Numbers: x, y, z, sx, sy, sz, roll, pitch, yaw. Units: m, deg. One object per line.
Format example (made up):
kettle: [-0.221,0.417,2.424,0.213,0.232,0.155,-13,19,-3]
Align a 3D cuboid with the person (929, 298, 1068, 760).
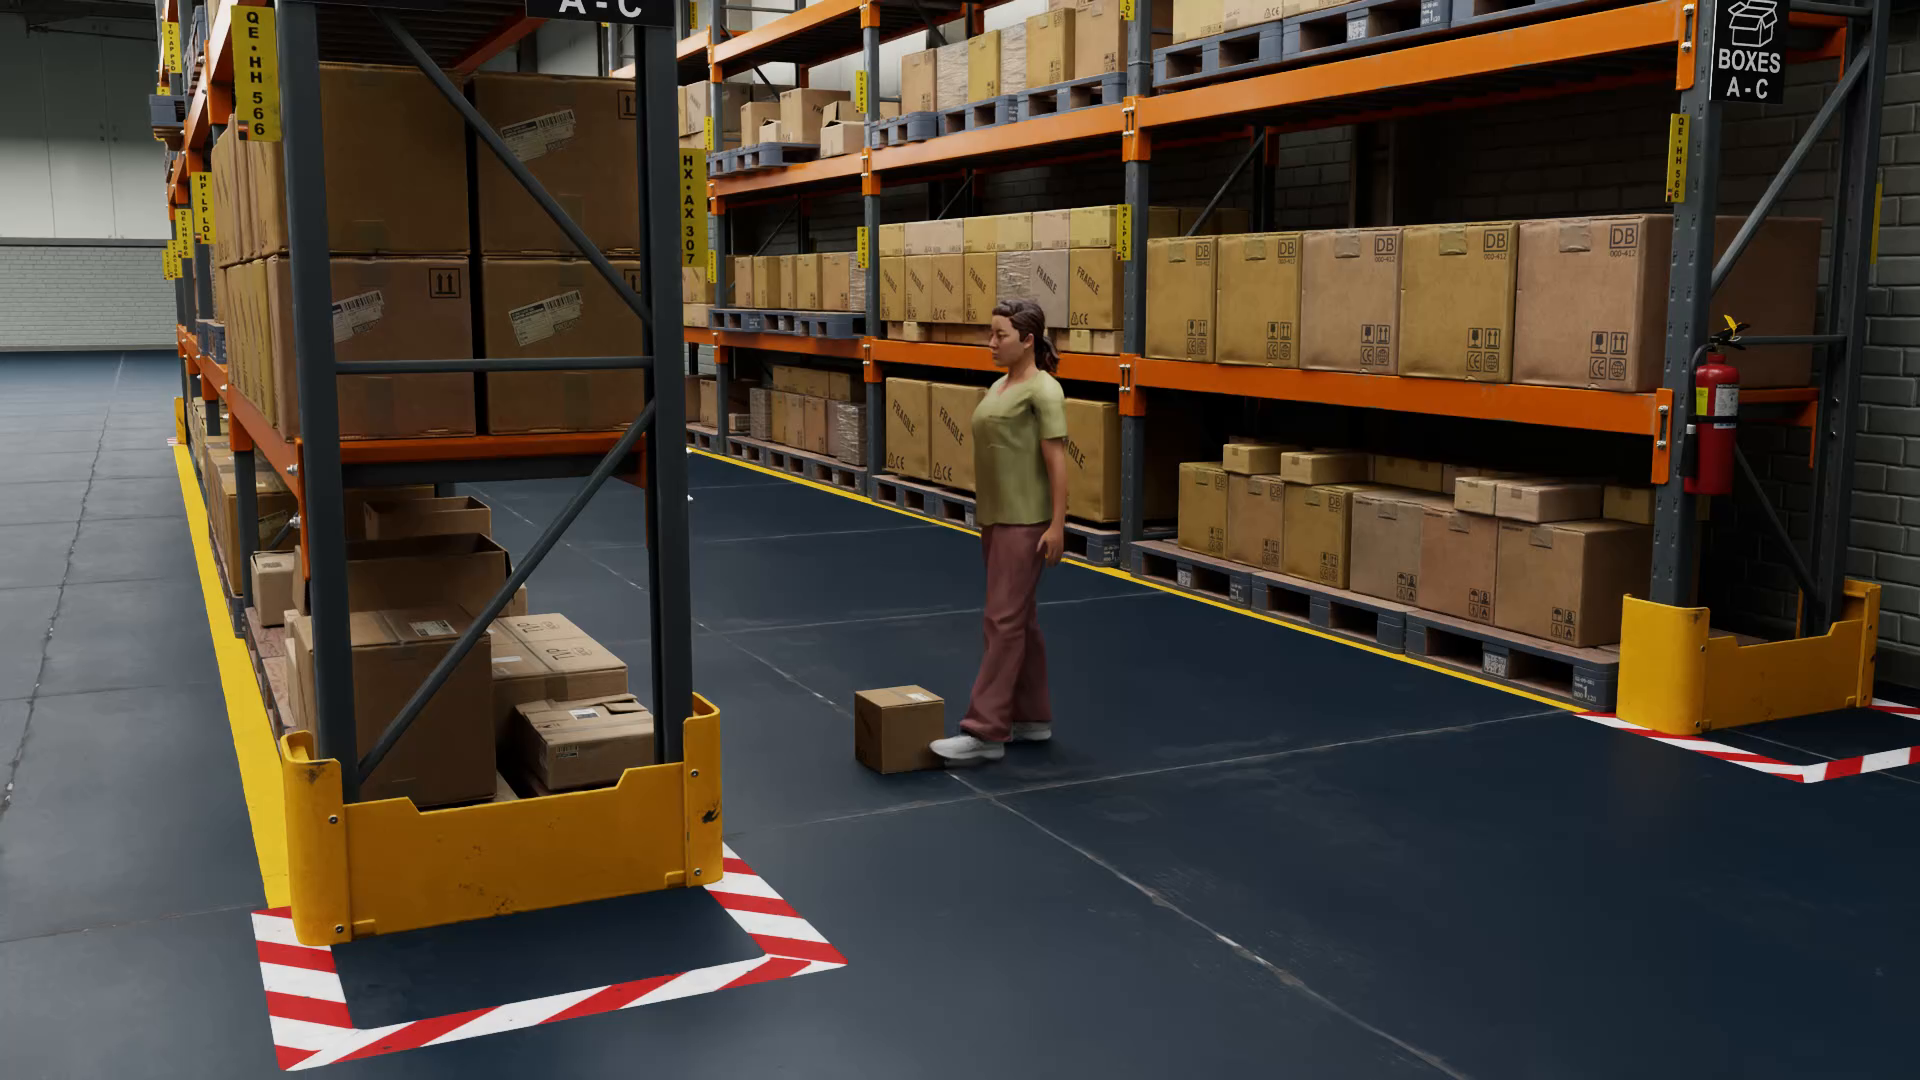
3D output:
person: [0.105,-0.043,6.096,0.600,1.670,0.476,-4,10,-26]
